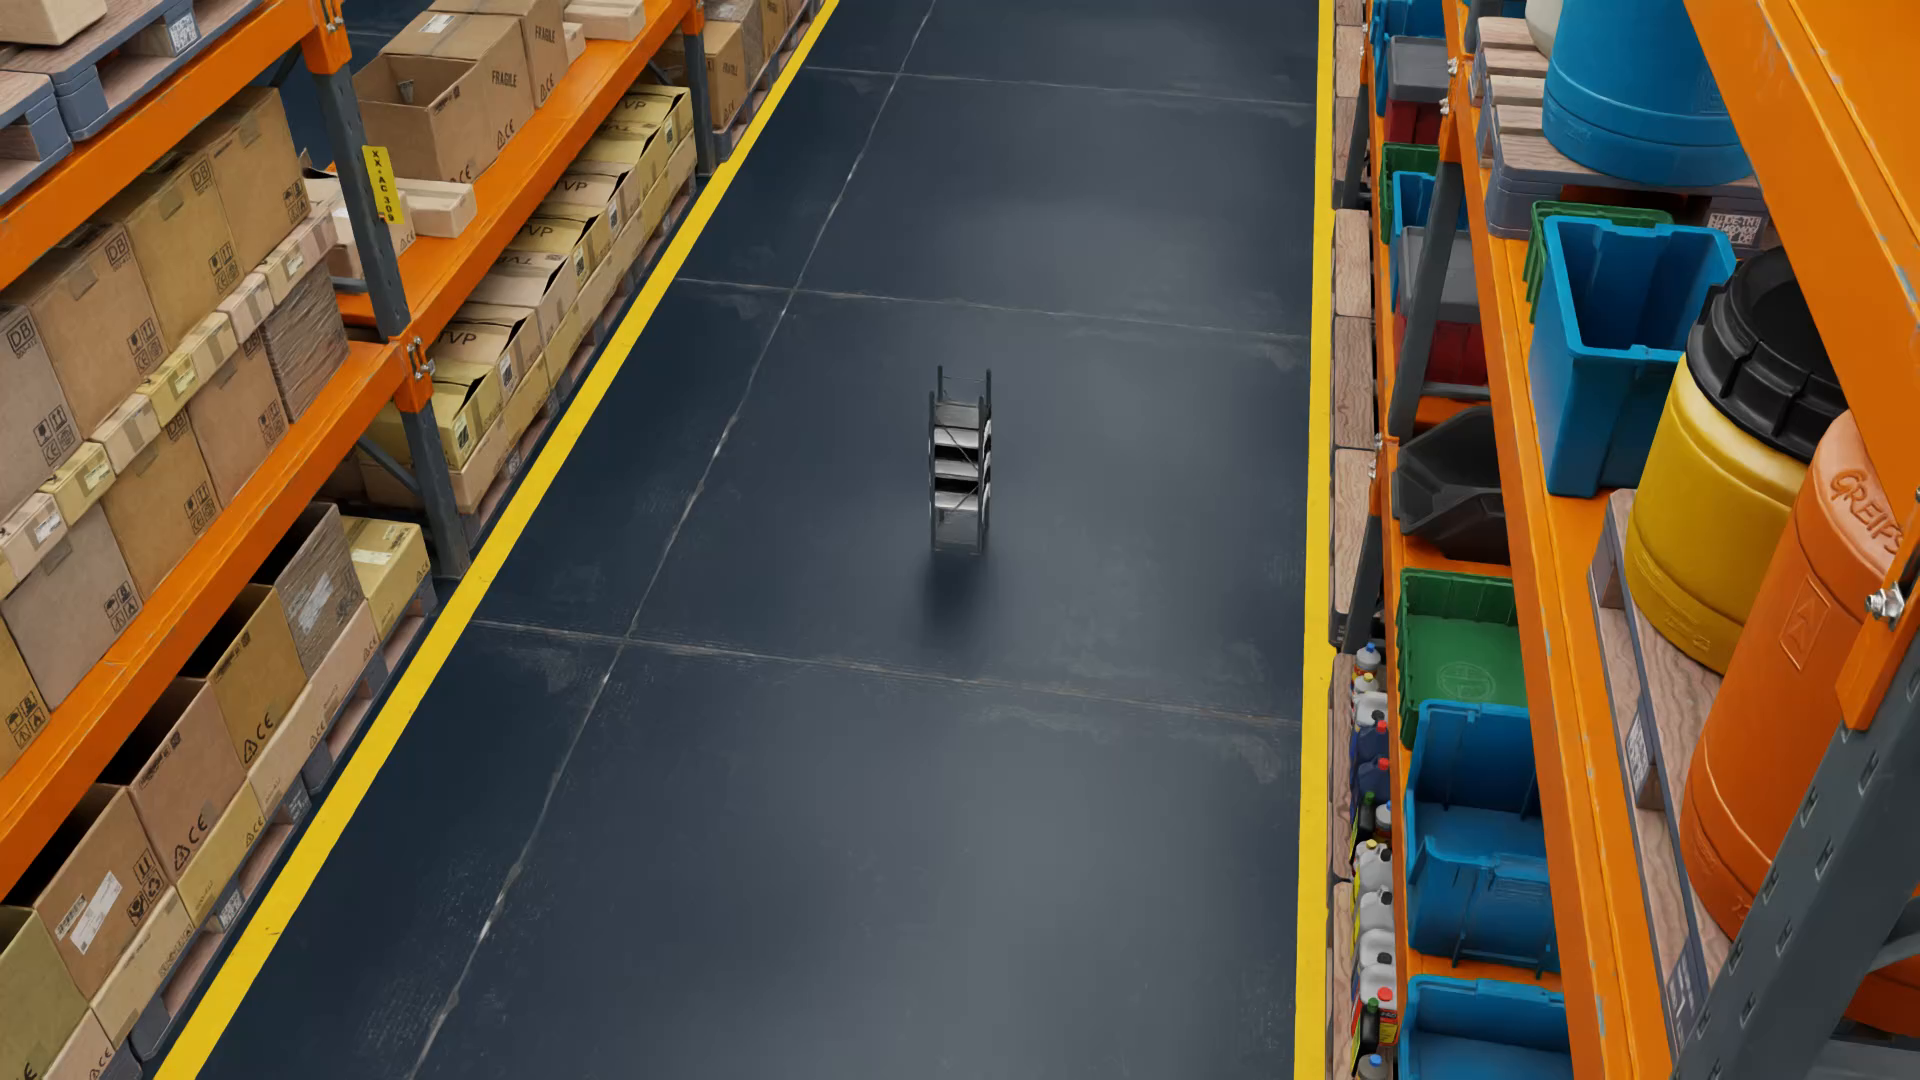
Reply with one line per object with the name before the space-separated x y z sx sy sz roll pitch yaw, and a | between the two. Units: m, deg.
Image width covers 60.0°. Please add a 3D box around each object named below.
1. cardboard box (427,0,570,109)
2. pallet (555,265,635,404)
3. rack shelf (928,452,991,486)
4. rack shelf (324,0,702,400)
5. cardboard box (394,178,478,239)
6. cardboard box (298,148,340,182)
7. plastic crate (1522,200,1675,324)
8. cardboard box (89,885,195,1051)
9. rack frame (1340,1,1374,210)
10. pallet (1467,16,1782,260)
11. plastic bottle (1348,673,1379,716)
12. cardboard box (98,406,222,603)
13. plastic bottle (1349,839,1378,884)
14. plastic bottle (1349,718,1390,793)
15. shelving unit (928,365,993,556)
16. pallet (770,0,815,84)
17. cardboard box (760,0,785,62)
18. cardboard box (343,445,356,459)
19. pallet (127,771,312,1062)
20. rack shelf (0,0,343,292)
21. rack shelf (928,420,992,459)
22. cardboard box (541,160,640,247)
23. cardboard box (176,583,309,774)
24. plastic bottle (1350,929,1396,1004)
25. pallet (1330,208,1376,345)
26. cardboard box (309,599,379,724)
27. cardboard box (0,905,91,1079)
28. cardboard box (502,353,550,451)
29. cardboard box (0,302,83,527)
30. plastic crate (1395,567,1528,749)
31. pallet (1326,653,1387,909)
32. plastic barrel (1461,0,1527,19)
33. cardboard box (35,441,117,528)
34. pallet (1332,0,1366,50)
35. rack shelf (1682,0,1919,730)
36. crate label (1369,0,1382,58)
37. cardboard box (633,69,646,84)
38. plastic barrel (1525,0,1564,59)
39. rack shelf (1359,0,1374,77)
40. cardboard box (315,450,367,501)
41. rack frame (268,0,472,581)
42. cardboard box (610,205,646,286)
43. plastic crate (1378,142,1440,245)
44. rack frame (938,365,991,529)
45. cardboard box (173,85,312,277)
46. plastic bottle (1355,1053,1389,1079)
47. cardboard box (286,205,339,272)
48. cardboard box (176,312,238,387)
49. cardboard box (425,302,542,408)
cardboard box | -2.349 -2.556 8.505 0.500 0.500 0.500 4 40 5
pallet | -2.469 -1.221 9.158 1.003 0.211 1.213 6 40 8
rack shelf | 0.001 -0.326 7.588 0.258 0.077 0.200 6 40 8
rack shelf | -2.420 -2.039 8.524 1.077 0.370 4.000 6 40 8
cardboard box | -2.412 -1.498 7.502 0.380 0.149 0.250 6 40 8
cardboard box | -2.795 -1.582 7.511 0.396 0.266 0.258 5 40 7
plastic crate | 1.570 -0.627 4.064 0.336 0.188 0.450 6 40 8
cardboard box | -2.977 1.407 5.620 0.500 0.250 0.500 6 40 8
rack frame | 2.804 -3.023 9.150 1.000 3.000 0.127 6 40 8
pallet | 2.083 -1.133 4.657 1.213 0.211 1.003 6 40 8
plastic bottle | 1.607 0.611 6.604 0.097 0.201 0.097 0 40 0
cardboard box | -3.013 -0.175 5.626 0.700 0.500 0.500 7 40 8
plastic bottle | 1.458 1.150 5.952 0.097 0.201 0.097 0 40 0
plastic bottle | 1.563 0.799 6.260 0.144 0.351 0.185 7 40 9
shelving unit | 0.001 -0.352 7.566 0.258 0.900 0.210 6 40 8
pallet | -1.694 -3.725 12.187 1.003 0.211 1.213 6 40 8
cardboard box | -1.537 -3.676 11.555 0.500 0.500 0.500 6 40 7
cardboard box | -2.979 -0.666 7.686 0.500 0.311 0.500 6 40 8
pallet | -3.154 1.276 6.138 1.003 0.211 1.213 6 40 8
rack shelf | -3.113 -0.685 4.532 1.077 0.370 4.000 6 40 8
rack shelf | 0.001 -0.465 7.473 0.258 0.077 0.200 6 40 8
cardboard box | -2.096 -1.891 9.168 0.500 0.311 0.500 6 40 7
cardboard box | -2.812 0.489 6.141 0.500 0.500 0.500 6 40 8
plastic bottle | 1.400 1.434 5.550 0.152 0.276 0.135 5 40 6
pallet | 2.631 -1.467 9.455 1.003 0.211 1.213 6 40 8
cardboard box | -2.728 0.464 6.760 0.500 0.250 0.500 6 40 8
cardboard box | -3.062 1.432 5.001 0.500 0.500 0.500 6 40 8
cardboard box | -2.363 -0.710 8.180 0.500 0.250 0.500 7 40 9
cardboard box | -3.098 -0.376 4.851 0.700 0.500 0.500 6 40 8
plastic crate | 1.599 0.390 5.188 0.450 0.188 0.662 6 40 8
pallet | 1.954 0.979 6.498 1.003 0.211 1.213 6 40 8
plastic barrel | 1.986 -2.205 5.413 0.600 0.901 0.708 6 40 8
cardboard box | -2.867 -0.192 5.137 0.380 0.149 0.250 8 40 9
pallet | 3.321 -3.979 12.494 1.003 0.211 1.213 6 40 8
rack shelf | 1.765 -1.138 3.040 1.077 0.370 4.000 6 40 8
crate label | 2.362 -2.736 8.933 0.303 0.233 0.416 6 40 8
cardboard box | -2.144 -3.391 11.211 0.500 0.500 0.500 8 40 9
plastic barrel | 1.844 -1.625 4.687 0.421 0.512 0.421 0 40 0
rack shelf | 3.150 -4.001 10.897 1.077 0.370 4.000 6 40 8
cardboard box | -2.980 -0.456 7.872 0.500 0.250 0.500 6 40 7
rack frame | -2.766 -1.061 6.777 1.000 3.000 0.127 6 40 8
cardboard box | -2.101 -1.678 9.350 0.500 0.250 0.500 7 40 9
plastic crate | 2.135 -1.555 7.540 0.450 0.188 0.662 6 40 8
rack frame | 0.019 -0.416 7.643 0.240 0.900 0.006 6 40 8
cardboard box | -2.837 -1.321 5.994 0.700 0.500 0.500 7 40 8
plastic bottle | 1.305 1.705 5.281 0.097 0.201 0.097 0 40 0
cardboard box | -2.603 -1.156 6.303 0.380 0.149 0.250 6 40 8
cardboard box | -2.735 -0.671 5.717 0.380 0.149 0.250 6 40 8
cardboard box | -2.358 -0.925 8.000 0.500 0.311 0.500 6 40 7
